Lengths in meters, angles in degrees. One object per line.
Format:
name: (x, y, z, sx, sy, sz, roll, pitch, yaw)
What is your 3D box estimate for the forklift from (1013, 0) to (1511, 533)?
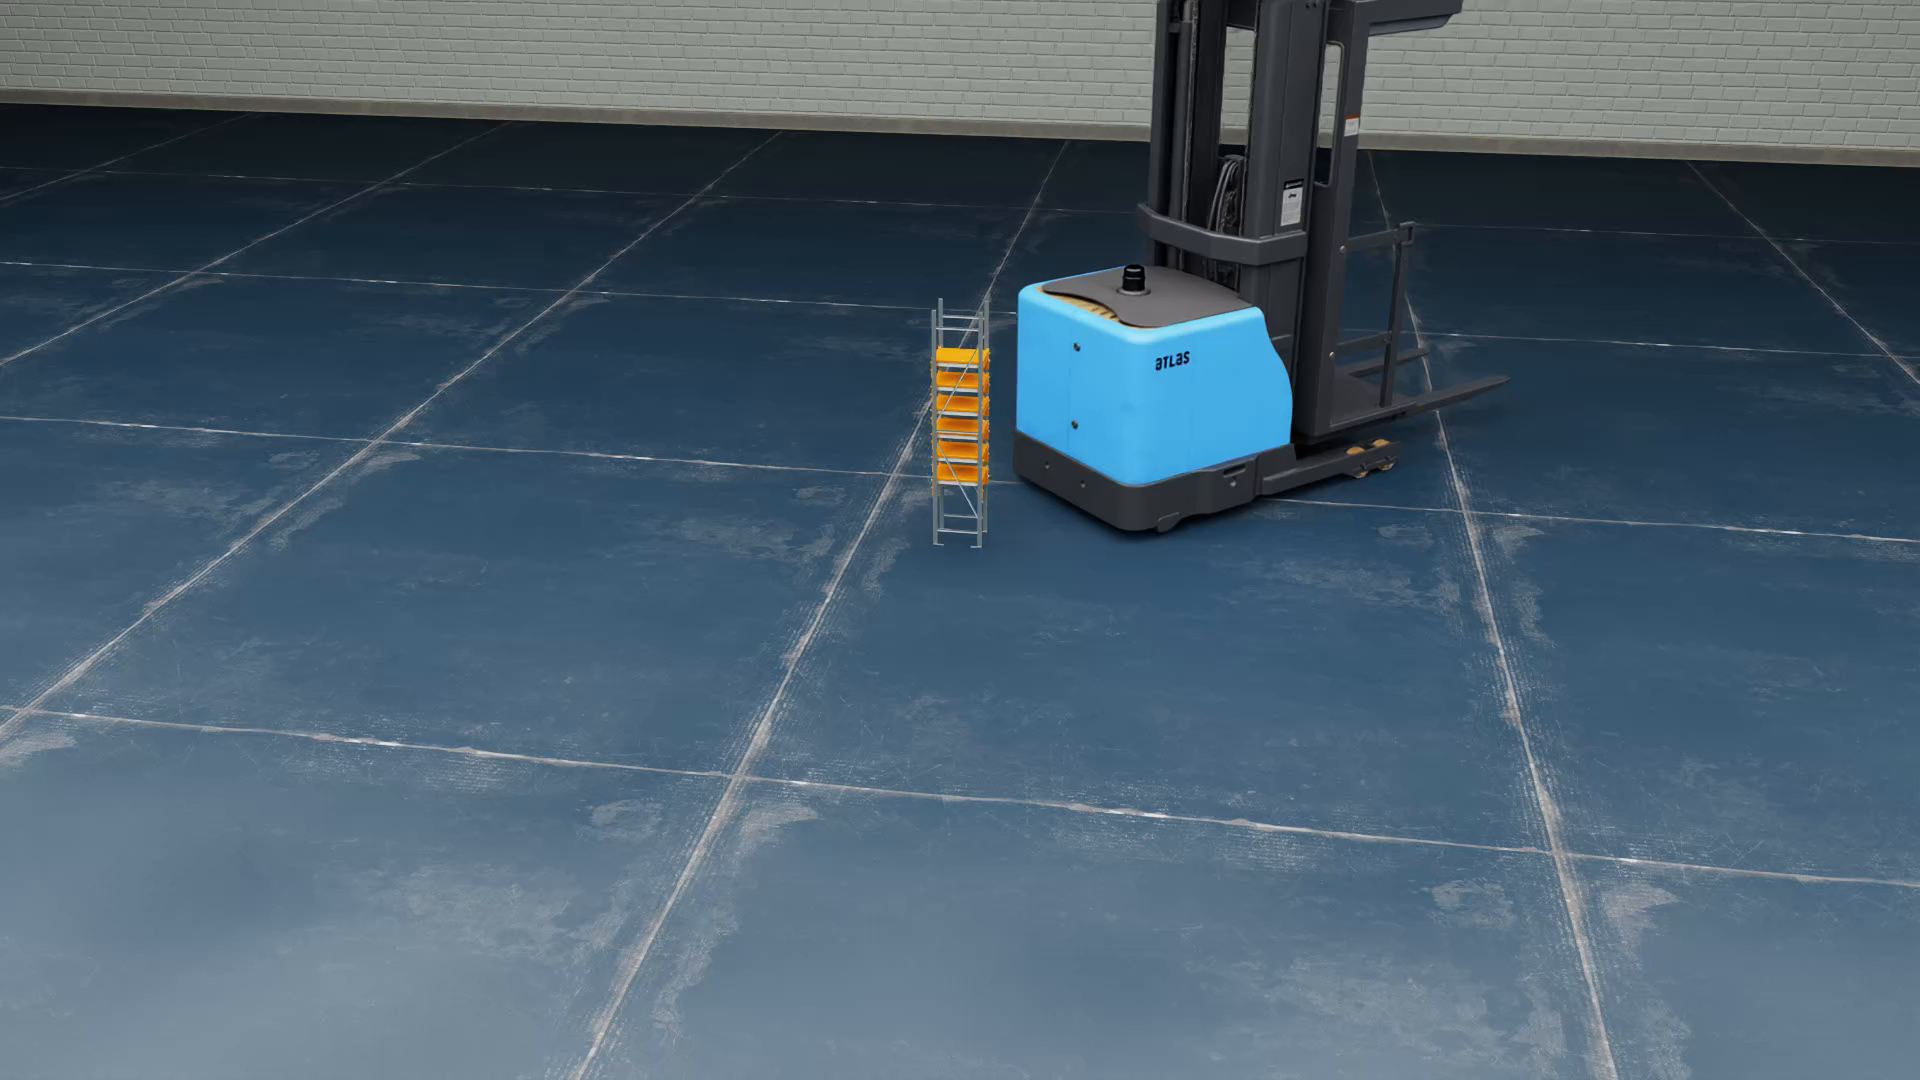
forklift: (1.790, -1.831, 8.703, 3.031, 2.935, 1.130, -16, 29, -30)

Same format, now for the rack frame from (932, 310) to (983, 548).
rack frame: (-0.013, -0.511, 7.927, 0.240, 1.200, 0.006, 4, 25, 9)

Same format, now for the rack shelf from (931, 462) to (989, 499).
rack shelf: (0.002, -0.292, 8.129, 0.258, 0.103, 0.180, 4, 25, 9)

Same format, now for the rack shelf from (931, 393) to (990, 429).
rack shelf: (0.002, -0.618, 7.977, 0.258, 0.103, 0.180, 4, 25, 9)

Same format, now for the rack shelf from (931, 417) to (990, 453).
rack shelf: (0.002, -0.509, 8.027, 0.258, 0.103, 0.180, 4, 25, 9)

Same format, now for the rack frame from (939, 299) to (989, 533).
rack frame: (0.017, -0.588, 8.090, 0.240, 1.200, 0.006, 4, 25, 9)

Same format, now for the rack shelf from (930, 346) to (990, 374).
rack shelf: (0.002, -0.835, 7.875, 0.258, 0.103, 0.180, 4, 25, 9)

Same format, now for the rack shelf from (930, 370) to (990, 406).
rack shelf: (0.002, -0.727, 7.926, 0.258, 0.103, 0.180, 4, 25, 9)

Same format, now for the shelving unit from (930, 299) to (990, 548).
shelving unit: (0.002, -0.549, 8.009, 0.258, 1.200, 0.189, 4, 25, 9)

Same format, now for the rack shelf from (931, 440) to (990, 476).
rack shelf: (0.002, -0.401, 8.078, 0.258, 0.103, 0.180, 4, 25, 9)
